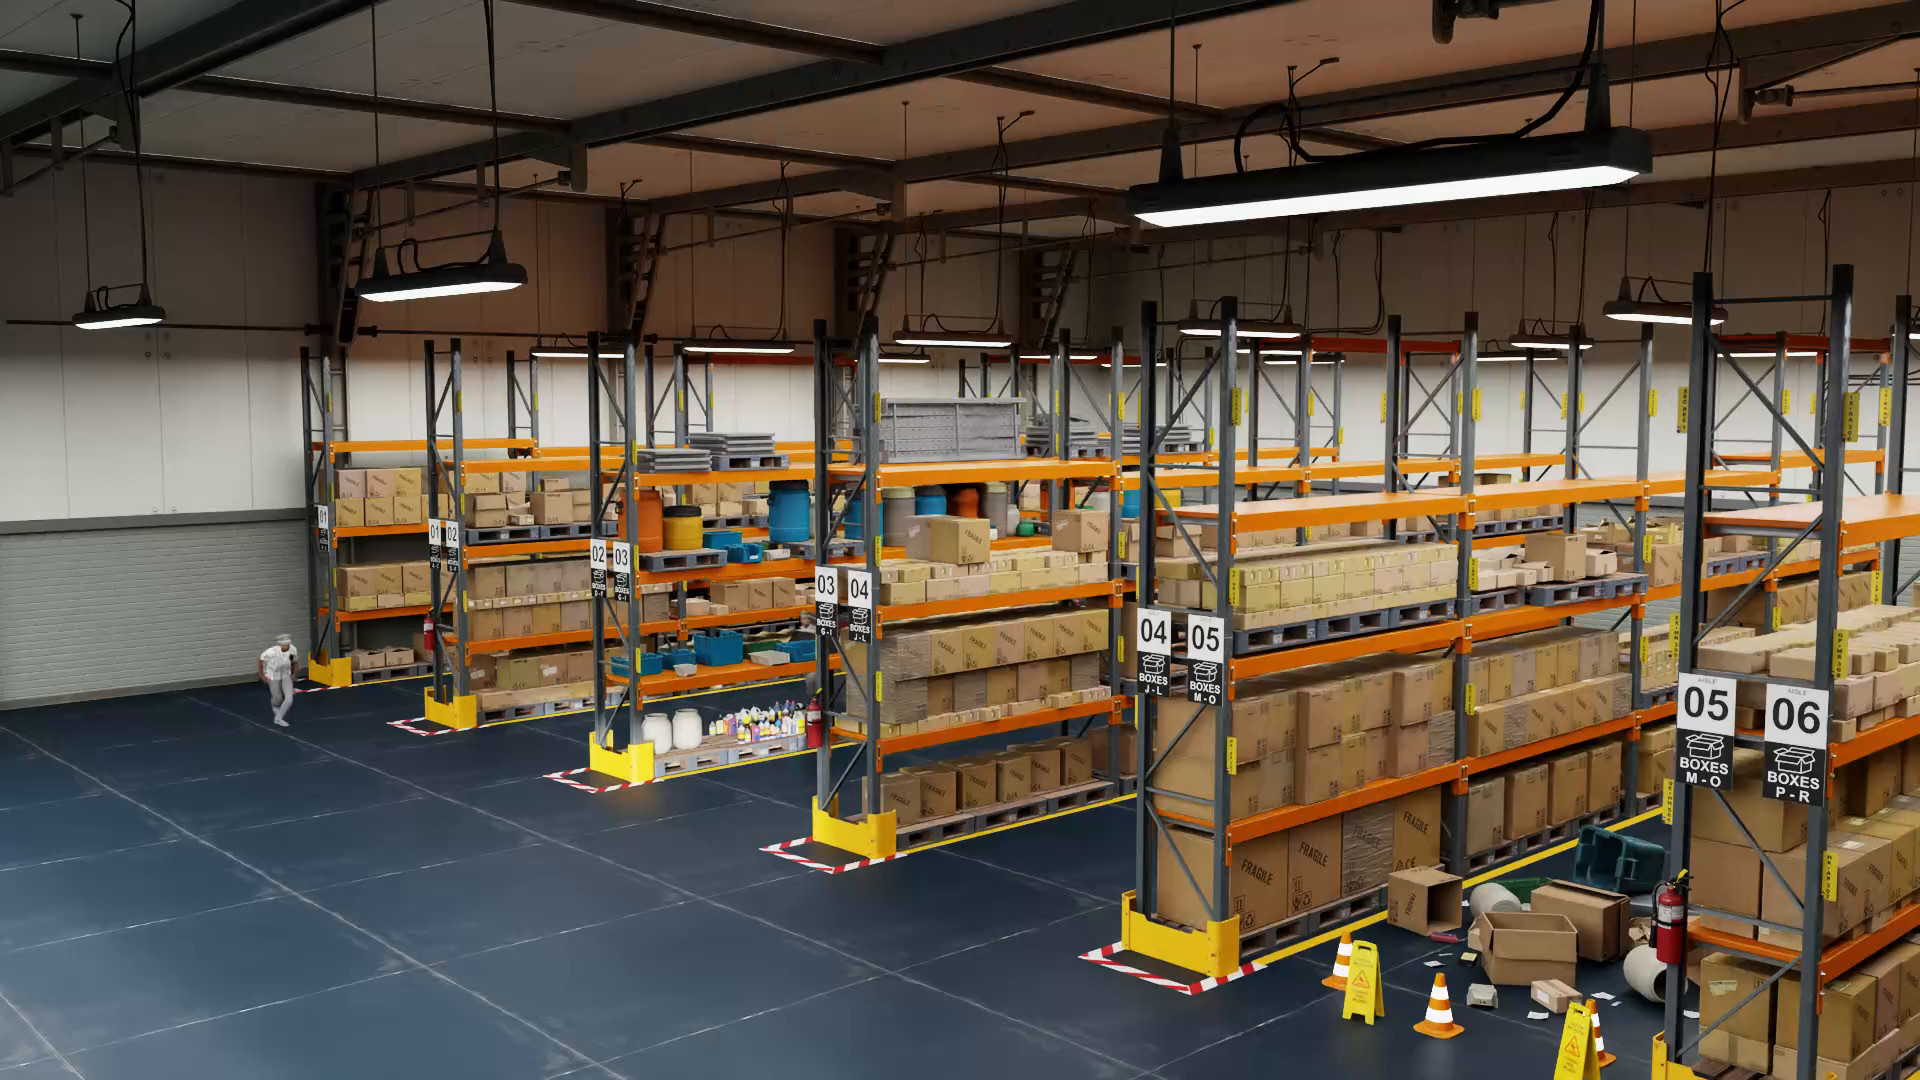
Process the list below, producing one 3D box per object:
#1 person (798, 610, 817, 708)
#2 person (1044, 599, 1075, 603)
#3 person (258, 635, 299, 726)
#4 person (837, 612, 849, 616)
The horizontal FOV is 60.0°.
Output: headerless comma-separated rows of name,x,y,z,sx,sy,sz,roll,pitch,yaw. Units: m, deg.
person,-2.384,1.959,27.065,0.604,1.683,0.934,4,7,40
person,1.916,1.594,32.574,0.587,1.393,0.940,3,6,31
person,-10.598,2.176,25.837,0.590,1.468,0.872,-4,6,-37
person,-2.447,1.381,33.821,0.776,1.714,0.627,-5,7,-43
